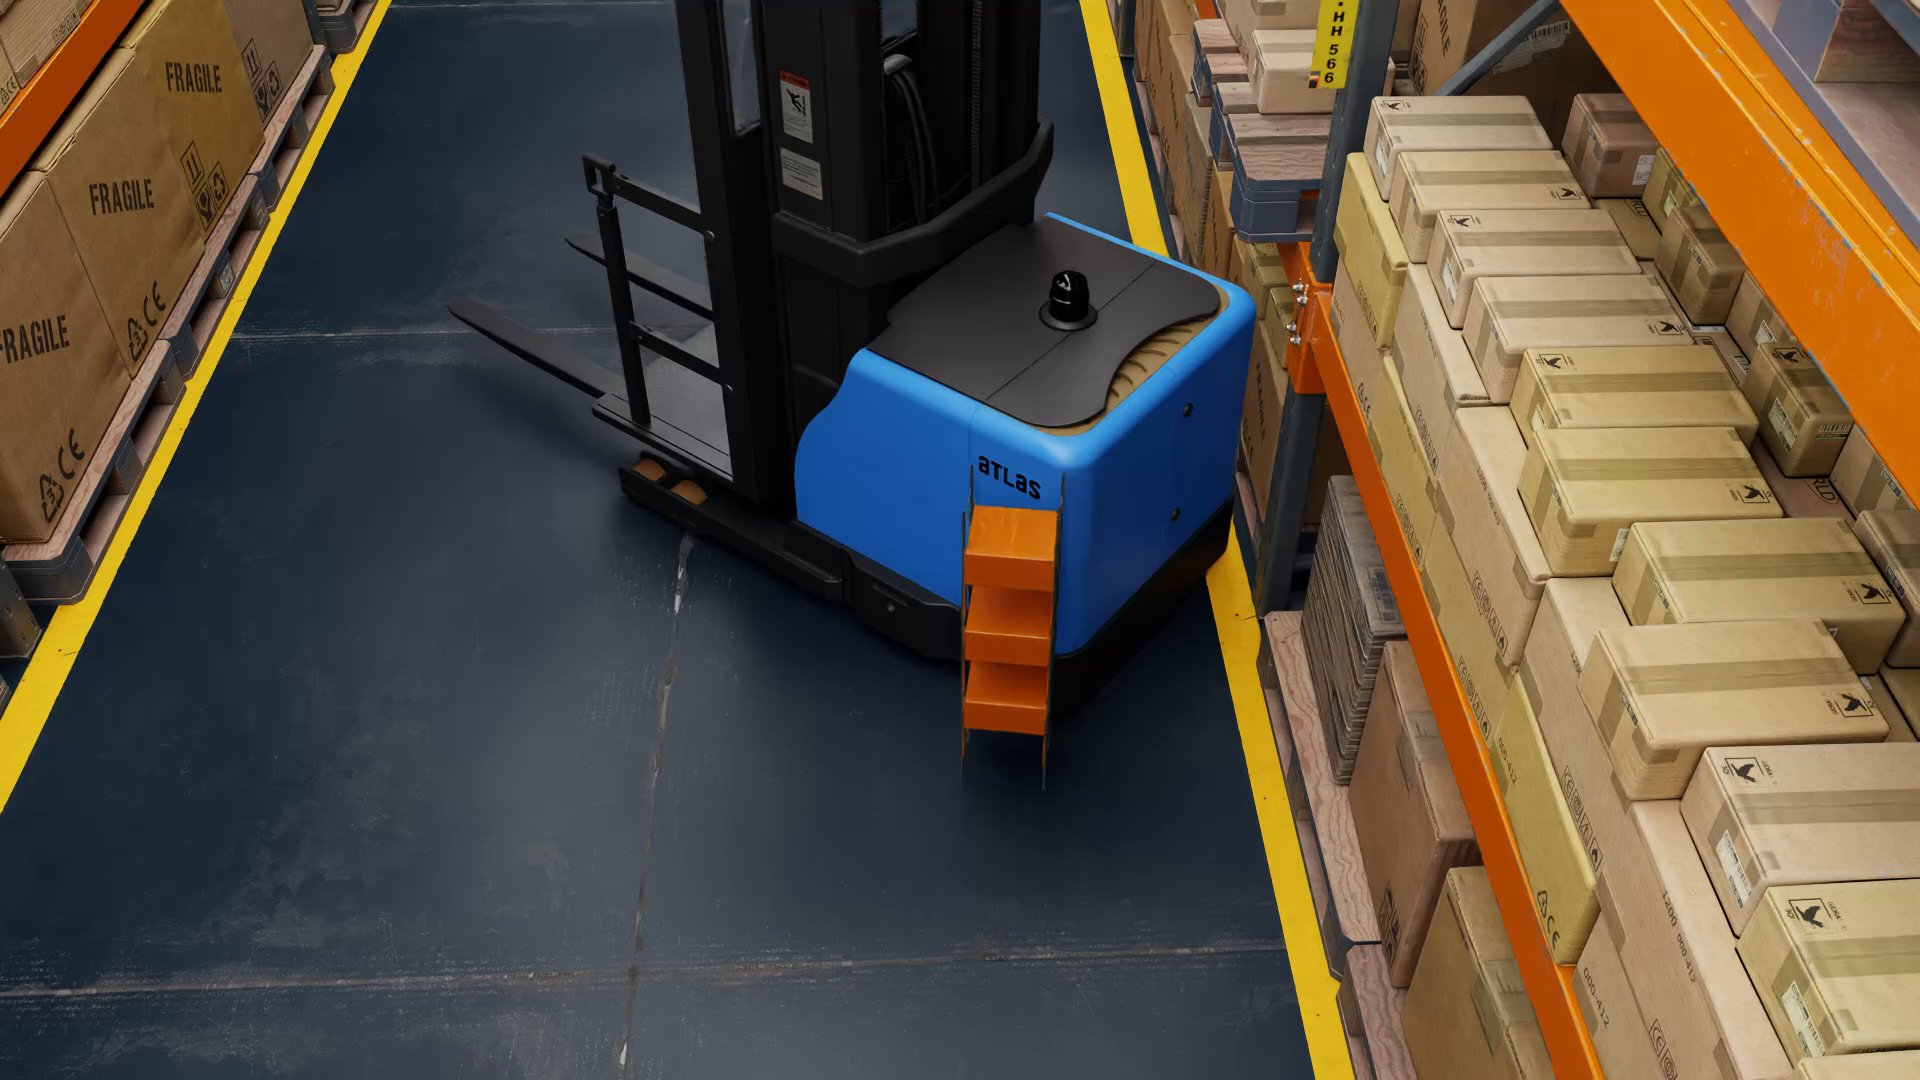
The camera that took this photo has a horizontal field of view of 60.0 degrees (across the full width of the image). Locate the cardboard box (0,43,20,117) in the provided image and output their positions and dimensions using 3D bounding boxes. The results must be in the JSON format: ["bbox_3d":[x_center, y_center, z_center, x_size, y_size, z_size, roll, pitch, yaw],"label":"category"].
[{"bbox_3d":[-3.292,-1.376,5.142,0.500,0.250,0.500,-3,43,-3],"label":"cardboard box"}]

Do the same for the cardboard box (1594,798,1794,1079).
[{"bbox_3d":[1.324,0.662,2.549,0.500,0.250,0.500,-1,43,-1],"label":"cardboard box"}]

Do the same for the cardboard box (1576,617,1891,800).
[{"bbox_3d":[1.236,0.269,2.683,0.380,0.149,0.250,-3,43,-3],"label":"cardboard box"}]

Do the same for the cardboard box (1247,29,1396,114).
[{"bbox_3d":[1.064,-1.387,4.919,0.380,0.149,0.250,-1,43,-1],"label":"cardboard box"}]

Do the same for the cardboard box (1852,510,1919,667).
[{"bbox_3d":[1.776,0.081,2.888,0.380,0.149,0.250,-1,43,-1],"label":"cardboard box"}]

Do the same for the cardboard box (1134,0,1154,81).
[{"bbox_3d":[1.101,-2.493,7.789,0.500,0.500,0.500,0,43,0],"label":"cardboard box"}]

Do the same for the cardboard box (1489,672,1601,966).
[{"bbox_3d":[1.316,0.507,3.088,0.500,0.250,0.500,0,43,0],"label":"cardboard box"}]

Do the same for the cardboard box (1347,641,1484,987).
[{"bbox_3d":[1.524,0.690,4.224,0.875,0.625,0.625,0,43,0],"label":"cardboard box"}]

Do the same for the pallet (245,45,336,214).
[{"bbox_3d":[-3.545,-1.901,7.668,1.003,0.211,1.213,-2,43,-2],"label":"pallet"}]

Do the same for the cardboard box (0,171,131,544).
[{"bbox_3d":[-3.430,-0.588,5.433,0.875,0.875,0.875,-2,43,-2],"label":"cardboard box"}]

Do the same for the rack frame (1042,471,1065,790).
[{"bbox_3d":[0.261,0.280,4.664,0.008,1.050,0.200,5,41,5],"label":"rack frame"}]

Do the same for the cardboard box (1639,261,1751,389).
[{"bbox_3d":[1.796,-0.381,3.687,0.500,0.250,0.500,-1,43,-1],"label":"cardboard box"}]

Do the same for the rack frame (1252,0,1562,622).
[{"bbox_3d":[1.475,-0.893,4.504,1.000,3.000,0.127,-2,43,-2],"label":"rack frame"}]

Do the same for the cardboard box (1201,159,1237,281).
[{"bbox_3d":[1.207,-1.097,6.266,0.500,0.500,0.500,0,43,0],"label":"cardboard box"}]

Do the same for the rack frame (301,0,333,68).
[{"bbox_3d":[-3.653,-3.448,7.292,1.000,3.000,0.127,-2,43,-2],"label":"rack frame"}]

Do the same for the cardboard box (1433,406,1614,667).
[{"bbox_3d":[1.275,-0.023,3.296,0.500,0.250,0.500,-3,43,-3],"label":"cardboard box"}]

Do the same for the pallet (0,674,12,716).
[{"bbox_3d":[-3.452,0.808,4.712,1.003,0.211,1.213,-2,43,-2],"label":"pallet"}]

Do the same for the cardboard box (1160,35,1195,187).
[{"bbox_3d":[1.151,-1.797,7.030,0.500,0.500,0.500,-3,43,-3],"label":"cardboard box"}]

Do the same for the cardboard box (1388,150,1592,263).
[{"bbox_3d":[1.207,-0.765,3.811,0.380,0.149,0.250,-1,43,-1],"label":"cardboard box"}]

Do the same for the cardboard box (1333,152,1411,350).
[{"bbox_3d":[1.225,-0.714,4.051,0.500,0.250,0.500,-2,43,-2],"label":"cardboard box"}]

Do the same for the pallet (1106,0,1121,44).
[{"bbox_3d":[1.277,-3.029,8.898,1.003,0.211,1.213,-2,43,-2],"label":"pallet"}]

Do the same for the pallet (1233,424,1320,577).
[{"bbox_3d":[1.482,-0.370,5.997,1.003,0.211,1.213,-2,43,-2],"label":"pallet"}]

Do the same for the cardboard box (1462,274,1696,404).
[{"bbox_3d":[1.268,-0.416,3.430,0.380,0.149,0.250,-1,43,-1],"label":"cardboard box"}]

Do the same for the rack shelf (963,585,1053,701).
[{"bbox_3d":[0.140,0.278,4.682,0.240,0.259,0.215,5,41,5],"label":"rack shelf"}]

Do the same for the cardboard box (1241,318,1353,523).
[{"bbox_3d":[1.243,-0.405,5.511,0.500,0.500,0.500,-1,43,-1],"label":"cardboard box"}]

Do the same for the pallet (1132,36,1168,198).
[{"bbox_3d":[1.378,-2.017,7.794,1.003,0.211,1.213,-2,43,-2],"label":"pallet"}]

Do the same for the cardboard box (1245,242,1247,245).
[{"bbox_3d":[1.192,-1.054,5.739,0.380,0.149,0.250,-3,43,-3],"label":"cardboard box"}]

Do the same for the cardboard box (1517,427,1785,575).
[{"bbox_3d":[1.260,-0.074,3.057,0.380,0.149,0.250,-1,43,-1],"label":"cardboard box"}]

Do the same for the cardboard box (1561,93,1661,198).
[{"bbox_3d":[1.691,-0.955,4.018,0.380,0.149,0.250,0,43,0],"label":"cardboard box"}]

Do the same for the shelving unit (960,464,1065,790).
[{"bbox_3d":[0.140,0.270,4.675,0.252,1.050,0.215,5,41,5],"label":"shelving unit"}]

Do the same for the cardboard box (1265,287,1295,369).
[{"bbox_3d":[1.201,-0.691,5.343,0.380,0.149,0.250,-4,43,-4],"label":"cardboard box"}]

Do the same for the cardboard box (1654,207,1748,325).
[{"bbox_3d":[1.764,-0.605,3.636,0.380,0.149,0.250,-2,43,-2],"label":"cardboard box"}]

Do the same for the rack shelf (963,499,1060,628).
[{"bbox_3d":[0.141,0.064,4.495,0.240,0.259,0.215,5,41,5],"label":"rack shelf"}]

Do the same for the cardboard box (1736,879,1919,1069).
[{"bbox_3d":[1.330,0.615,2.305,0.380,0.149,0.250,-3,43,-3],"label":"cardboard box"}]

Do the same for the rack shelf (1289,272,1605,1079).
[{"bbox_3d":[1.560,0.723,3.274,1.077,0.370,4.000,-2,43,-2],"label":"rack shelf"}]

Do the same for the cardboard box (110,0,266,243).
[{"bbox_3d":[-3.501,-1.794,6.749,0.875,0.875,0.875,-1,43,-1],"label":"cardboard box"}]

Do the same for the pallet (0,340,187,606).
[{"bbox_3d":[-3.442,-0.254,5.871,1.003,0.211,1.213,-2,43,-2],"label":"pallet"}]

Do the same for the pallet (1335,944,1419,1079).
[{"bbox_3d":[1.520,1.514,3.942,1.003,0.211,1.213,-2,43,-2],"label":"pallet"}]

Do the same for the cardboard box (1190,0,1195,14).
[{"bbox_3d":[1.192,-2.273,7.069,0.380,0.149,0.250,-2,43,-3],"label":"cardboard box"}]

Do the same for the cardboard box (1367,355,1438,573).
[{"bbox_3d":[1.267,-0.191,3.850,0.500,0.250,0.500,-2,43,-3],"label":"cardboard box"}]

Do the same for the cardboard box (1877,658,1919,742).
[{"bbox_3d":[1.828,0.297,2.947,0.500,0.250,0.500,-2,43,-3],"label":"cardboard box"}]

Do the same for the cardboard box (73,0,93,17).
[{"bbox_3d":[-3.333,-2.064,5.892,0.500,0.250,0.500,-2,43,-2],"label":"cardboard box"}]

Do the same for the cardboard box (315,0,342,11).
[{"bbox_3d":[-3.573,-3.085,8.482,0.875,0.438,0.875,-2,43,-2],"label":"cardboard box"}]

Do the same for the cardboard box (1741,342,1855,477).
[{"bbox_3d":[1.778,-0.263,3.262,0.380,0.149,0.250,-2,43,-2],"label":"cardboard box"}]

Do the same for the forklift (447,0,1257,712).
[{"bbox_3d":[-0.572,-1.376,5.082,3.031,2.935,1.130,27,49,27],"label":"forklift"}]
